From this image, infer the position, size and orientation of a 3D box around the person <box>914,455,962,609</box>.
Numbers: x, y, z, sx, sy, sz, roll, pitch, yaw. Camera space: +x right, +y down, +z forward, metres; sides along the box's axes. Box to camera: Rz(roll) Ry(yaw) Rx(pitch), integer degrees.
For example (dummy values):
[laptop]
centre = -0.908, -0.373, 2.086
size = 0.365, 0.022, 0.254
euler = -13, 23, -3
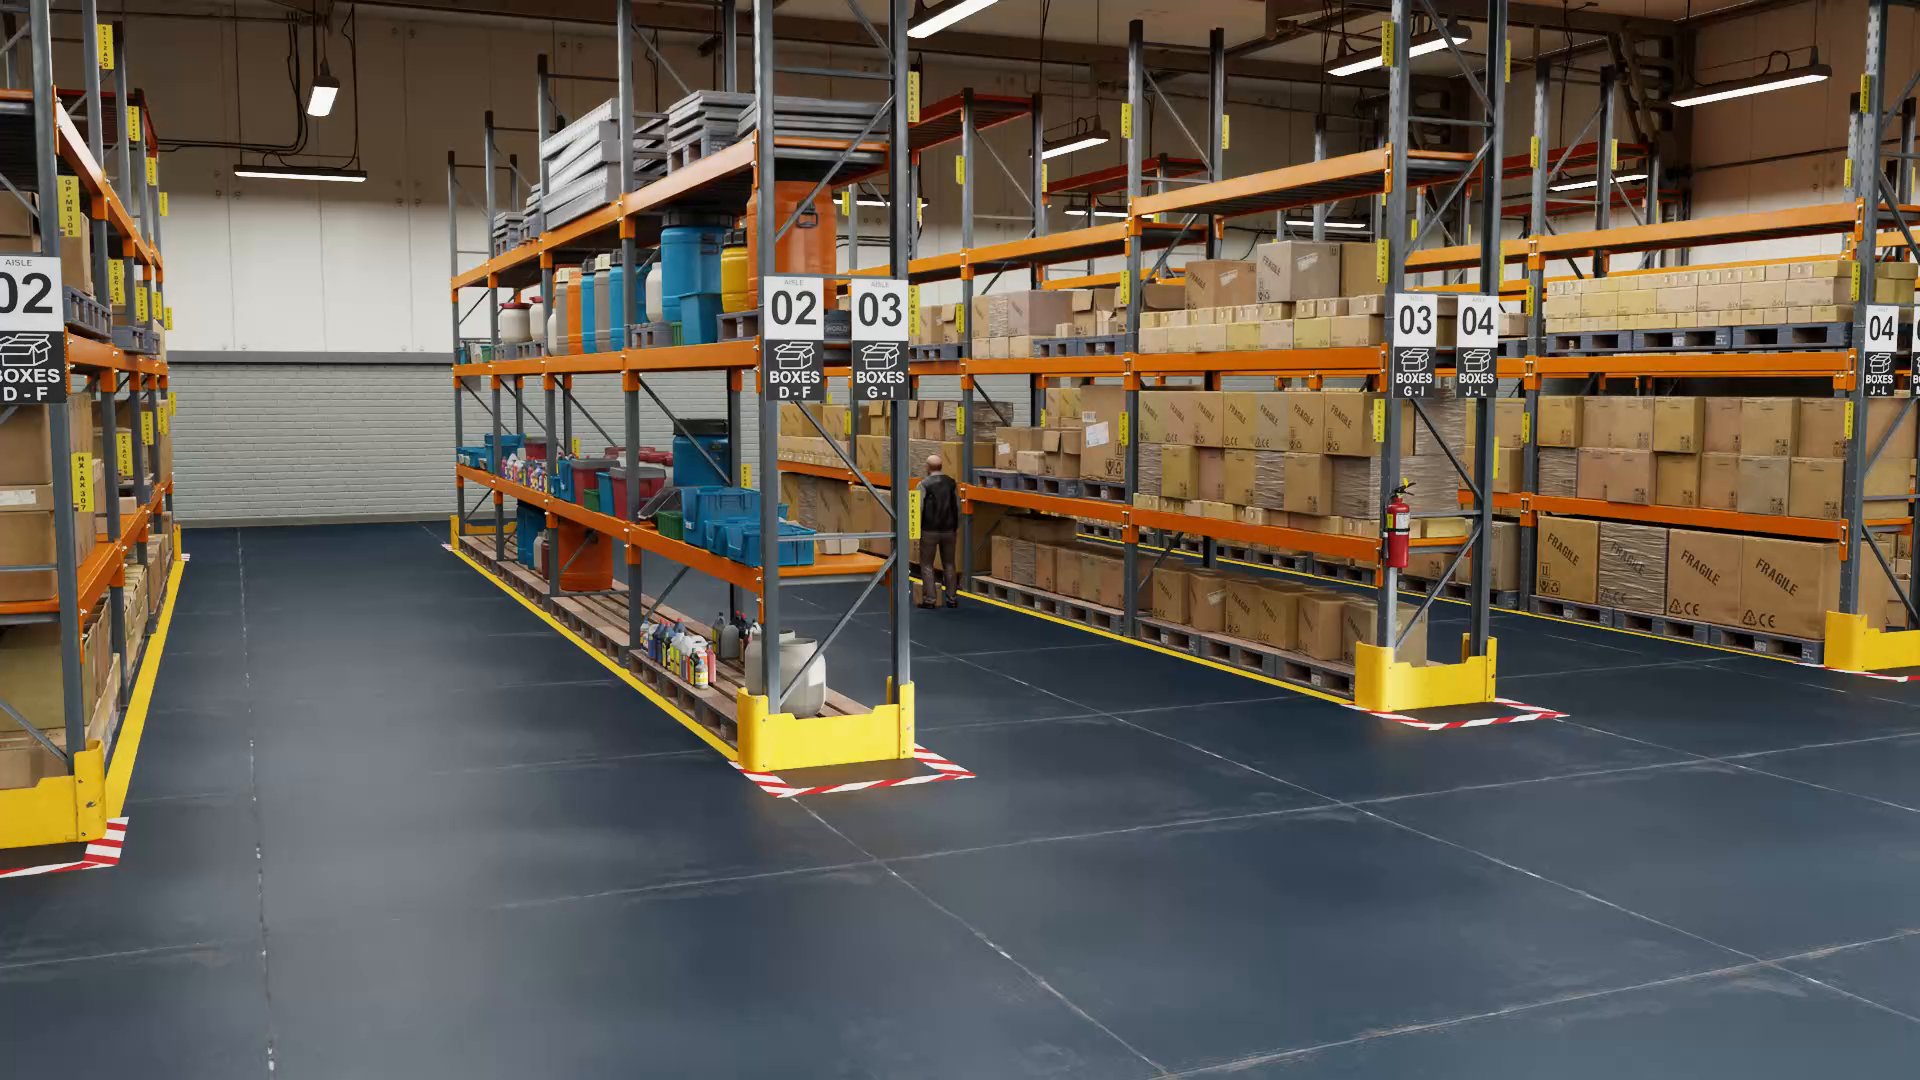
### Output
[person]
centre = -0.247, -0.091, 18.701
size = 0.580, 1.721, 0.418
euler = -2, 6, -23
